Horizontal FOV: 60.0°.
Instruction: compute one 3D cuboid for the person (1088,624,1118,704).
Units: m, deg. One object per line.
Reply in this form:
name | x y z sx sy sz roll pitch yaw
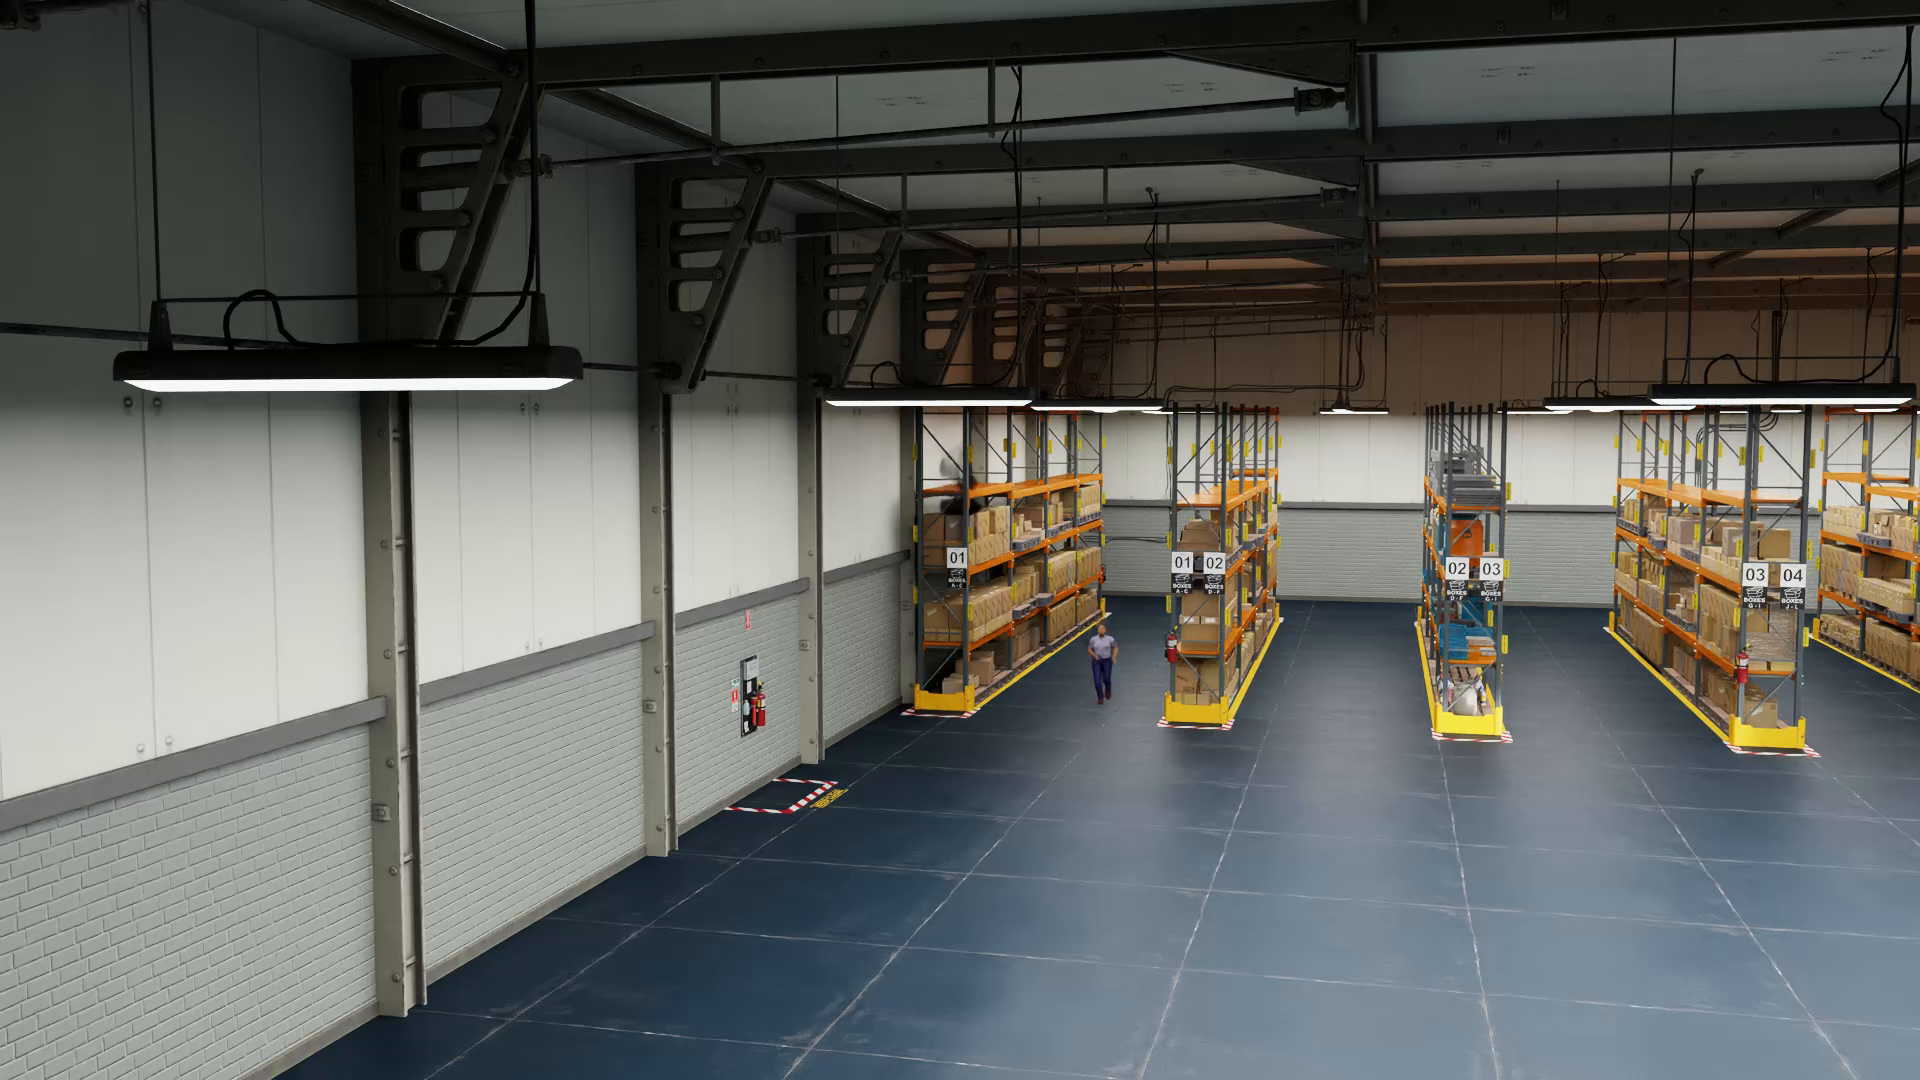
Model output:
person | 2.838 2.483 33.137 0.600 1.596 0.530 1 4 8
